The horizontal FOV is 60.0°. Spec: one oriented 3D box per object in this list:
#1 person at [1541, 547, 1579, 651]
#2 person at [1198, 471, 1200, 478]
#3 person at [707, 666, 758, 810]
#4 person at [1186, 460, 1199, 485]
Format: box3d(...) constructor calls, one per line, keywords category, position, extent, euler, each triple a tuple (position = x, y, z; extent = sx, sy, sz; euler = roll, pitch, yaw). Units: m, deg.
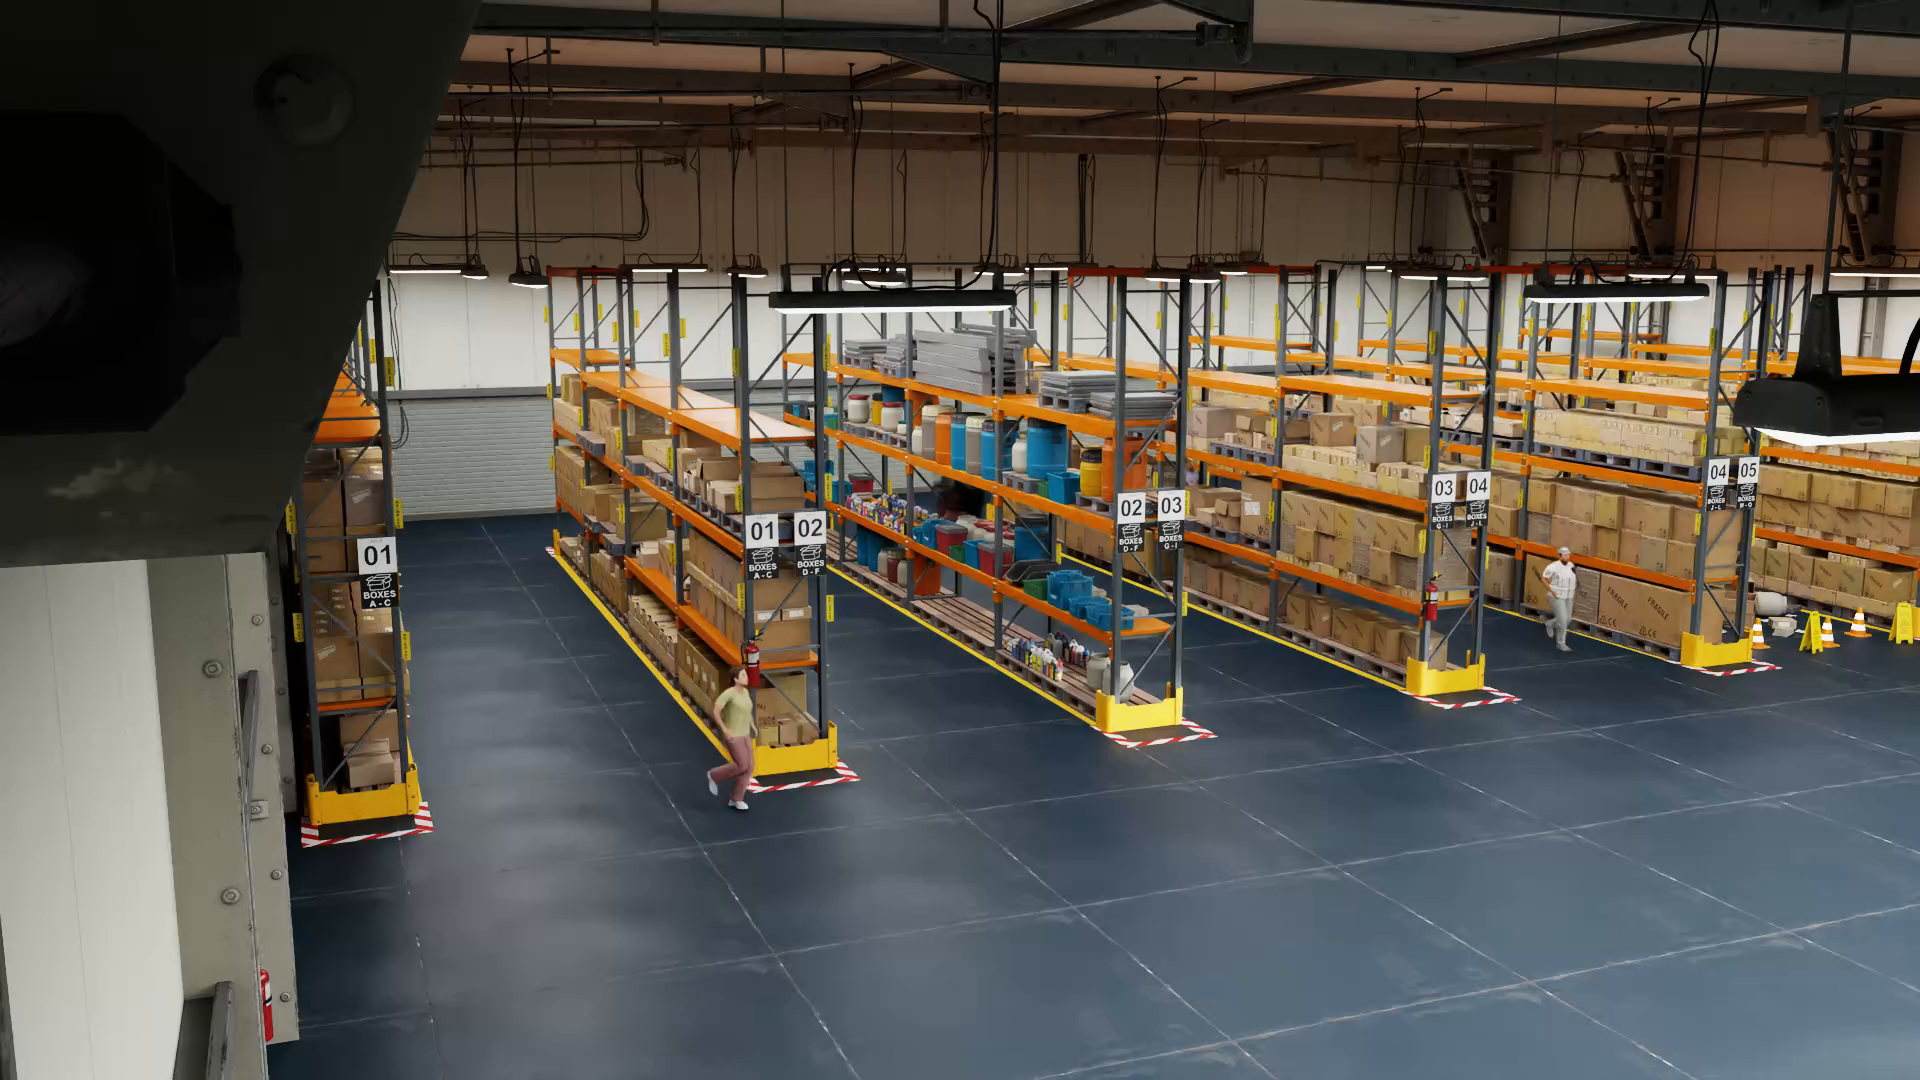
box3d(category="person", position=(9.636, 0.923, 26.752), extent=(0.617, 1.641, 0.709), euler=(-3, 10, -18))
box3d(category="person", position=(5.826, -1.648, 41.790), extent=(0.673, 1.581, 0.758), euler=(5, 11, 27))
box3d(category="person", position=(-2.560, 2.283, 19.195), extent=(0.599, 1.507, 0.614), euler=(6, 11, 29))
box3d(category="person", position=(5.167, -0.985, 37.595), extent=(0.614, 1.692, 0.887), euler=(-4, 11, -19))
